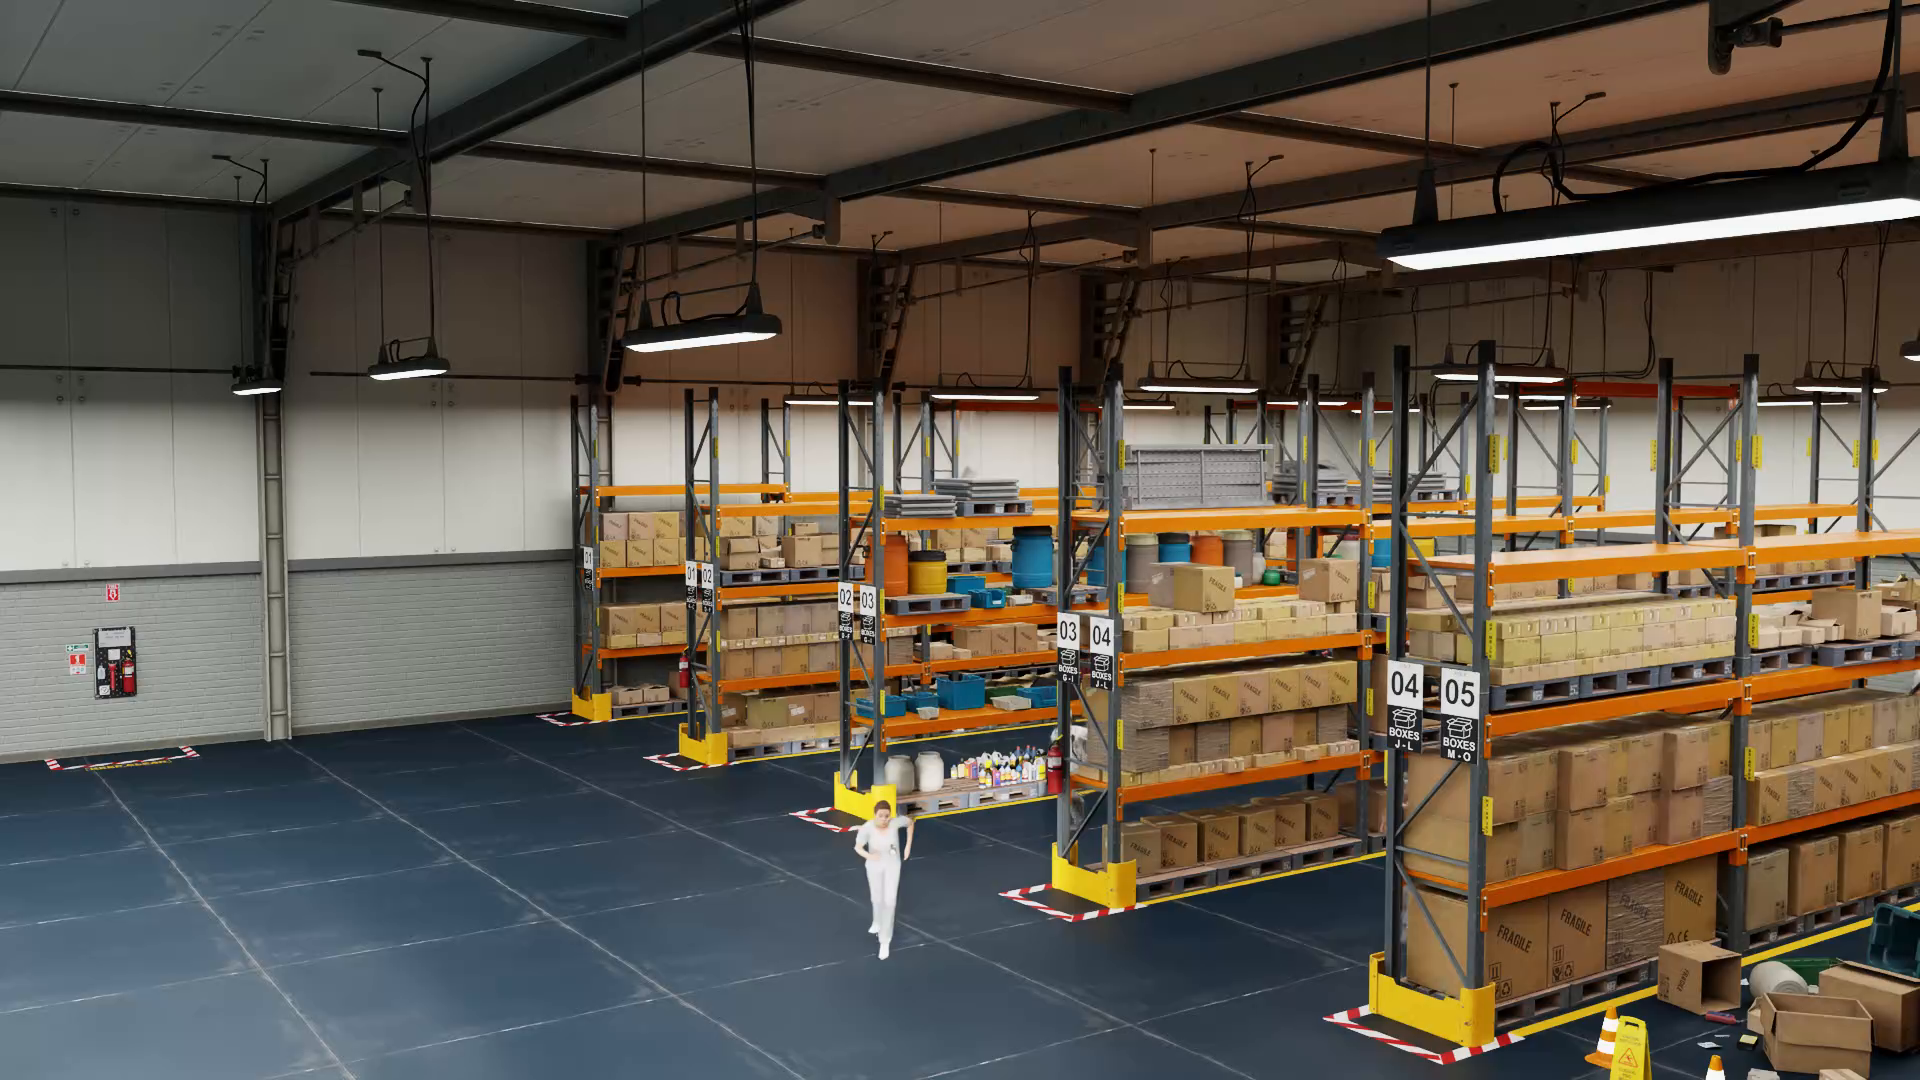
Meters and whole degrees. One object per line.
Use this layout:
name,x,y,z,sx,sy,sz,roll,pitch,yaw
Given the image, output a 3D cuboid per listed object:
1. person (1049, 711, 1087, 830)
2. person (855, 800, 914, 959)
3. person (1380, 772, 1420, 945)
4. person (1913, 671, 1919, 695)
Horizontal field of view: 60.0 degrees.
person,1.444,3.036,21.921,0.642,1.617,0.640,2,4,35
person,-0.774,3.378,16.919,0.606,1.625,0.961,0,3,-5
person,4.672,3.258,17.139,0.846,1.797,0.690,-2,4,-35
person,15.610,2.674,26.602,0.687,1.743,0.683,1,4,16
